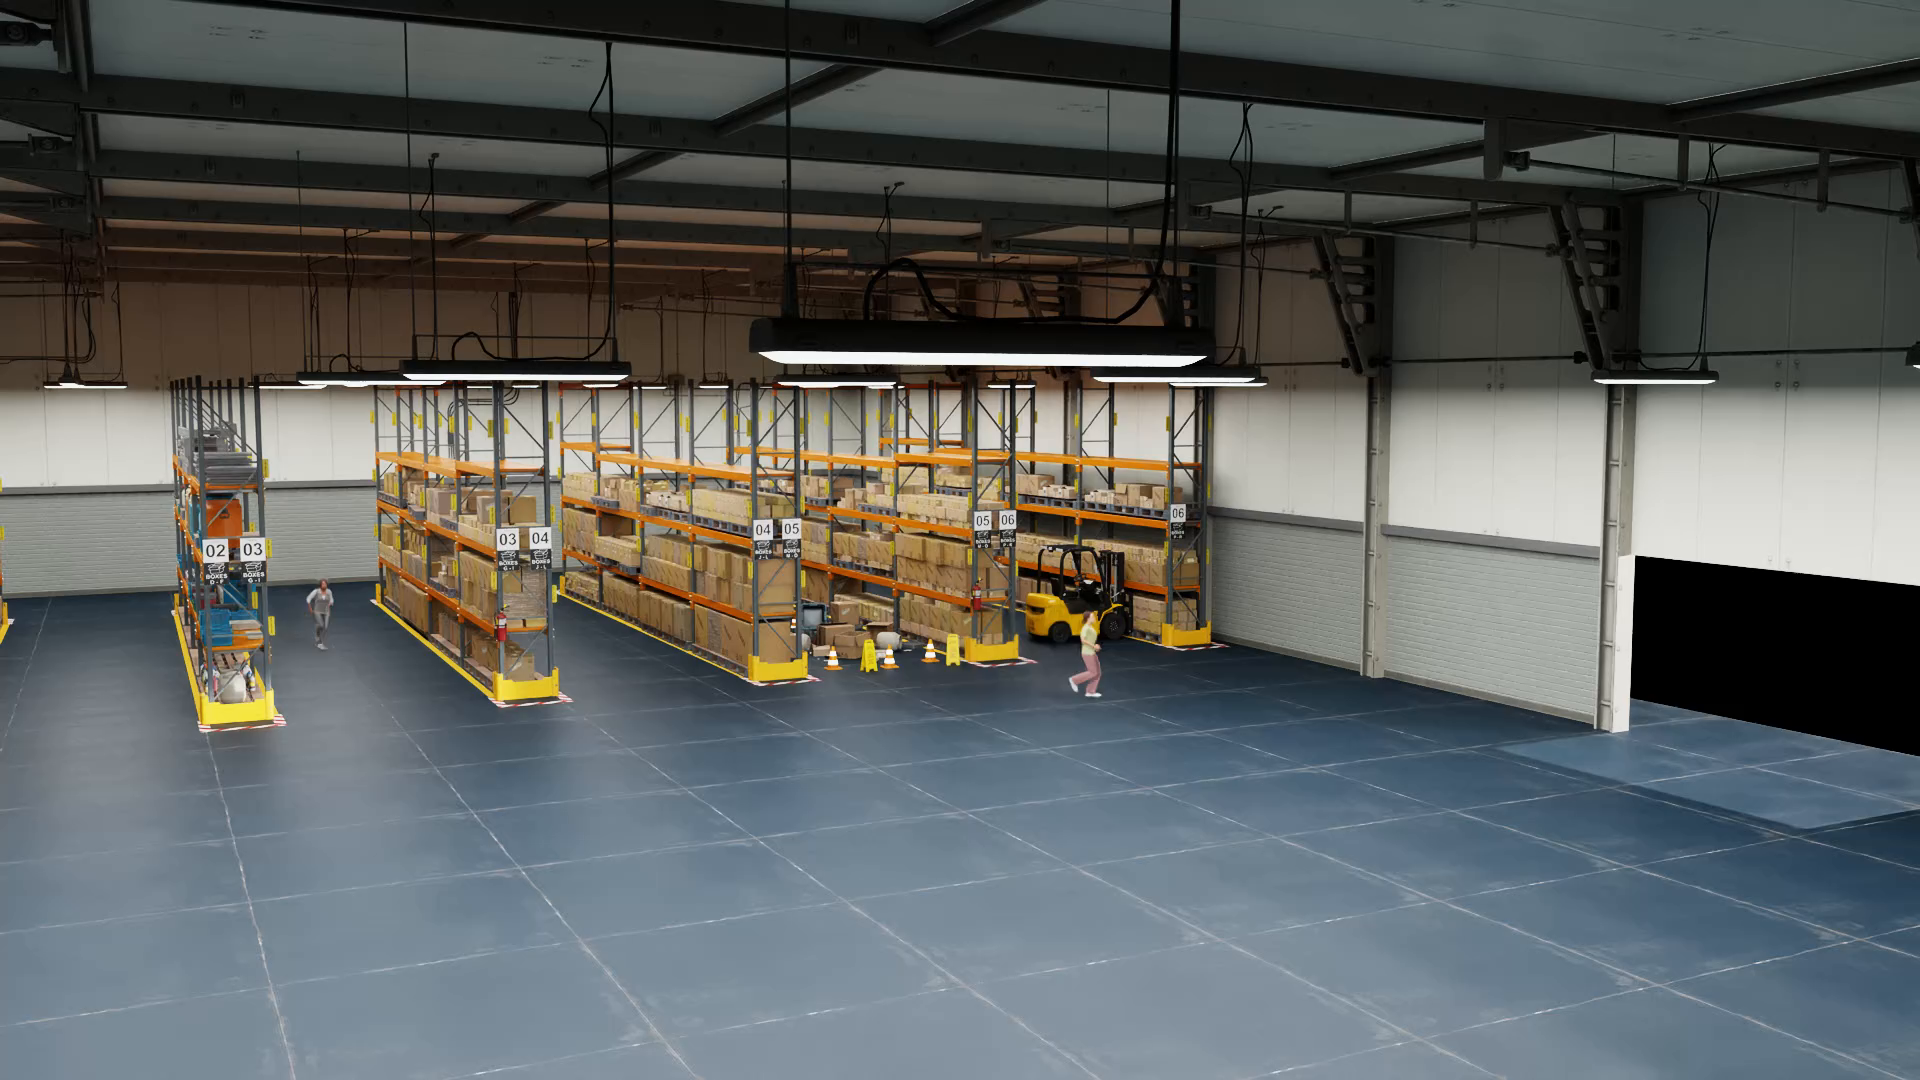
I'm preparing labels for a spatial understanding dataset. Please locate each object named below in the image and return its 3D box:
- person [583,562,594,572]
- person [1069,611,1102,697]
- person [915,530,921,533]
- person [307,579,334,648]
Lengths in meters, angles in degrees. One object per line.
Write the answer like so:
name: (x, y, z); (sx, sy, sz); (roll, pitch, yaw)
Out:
person: (-10.728, 0.586, 48.623); (0.806, 1.679, 0.572); (-1, 5, -10)
person: (2.366, 2.136, 31.210); (0.619, 1.625, 0.574); (1, 5, 14)
person: (-1.129, 0.637, 44.835); (0.621, 1.785, 0.821); (-3, 6, -32)
person: (-14.208, 1.650, 37.039); (0.530, 1.550, 0.608); (-4, 6, -37)
